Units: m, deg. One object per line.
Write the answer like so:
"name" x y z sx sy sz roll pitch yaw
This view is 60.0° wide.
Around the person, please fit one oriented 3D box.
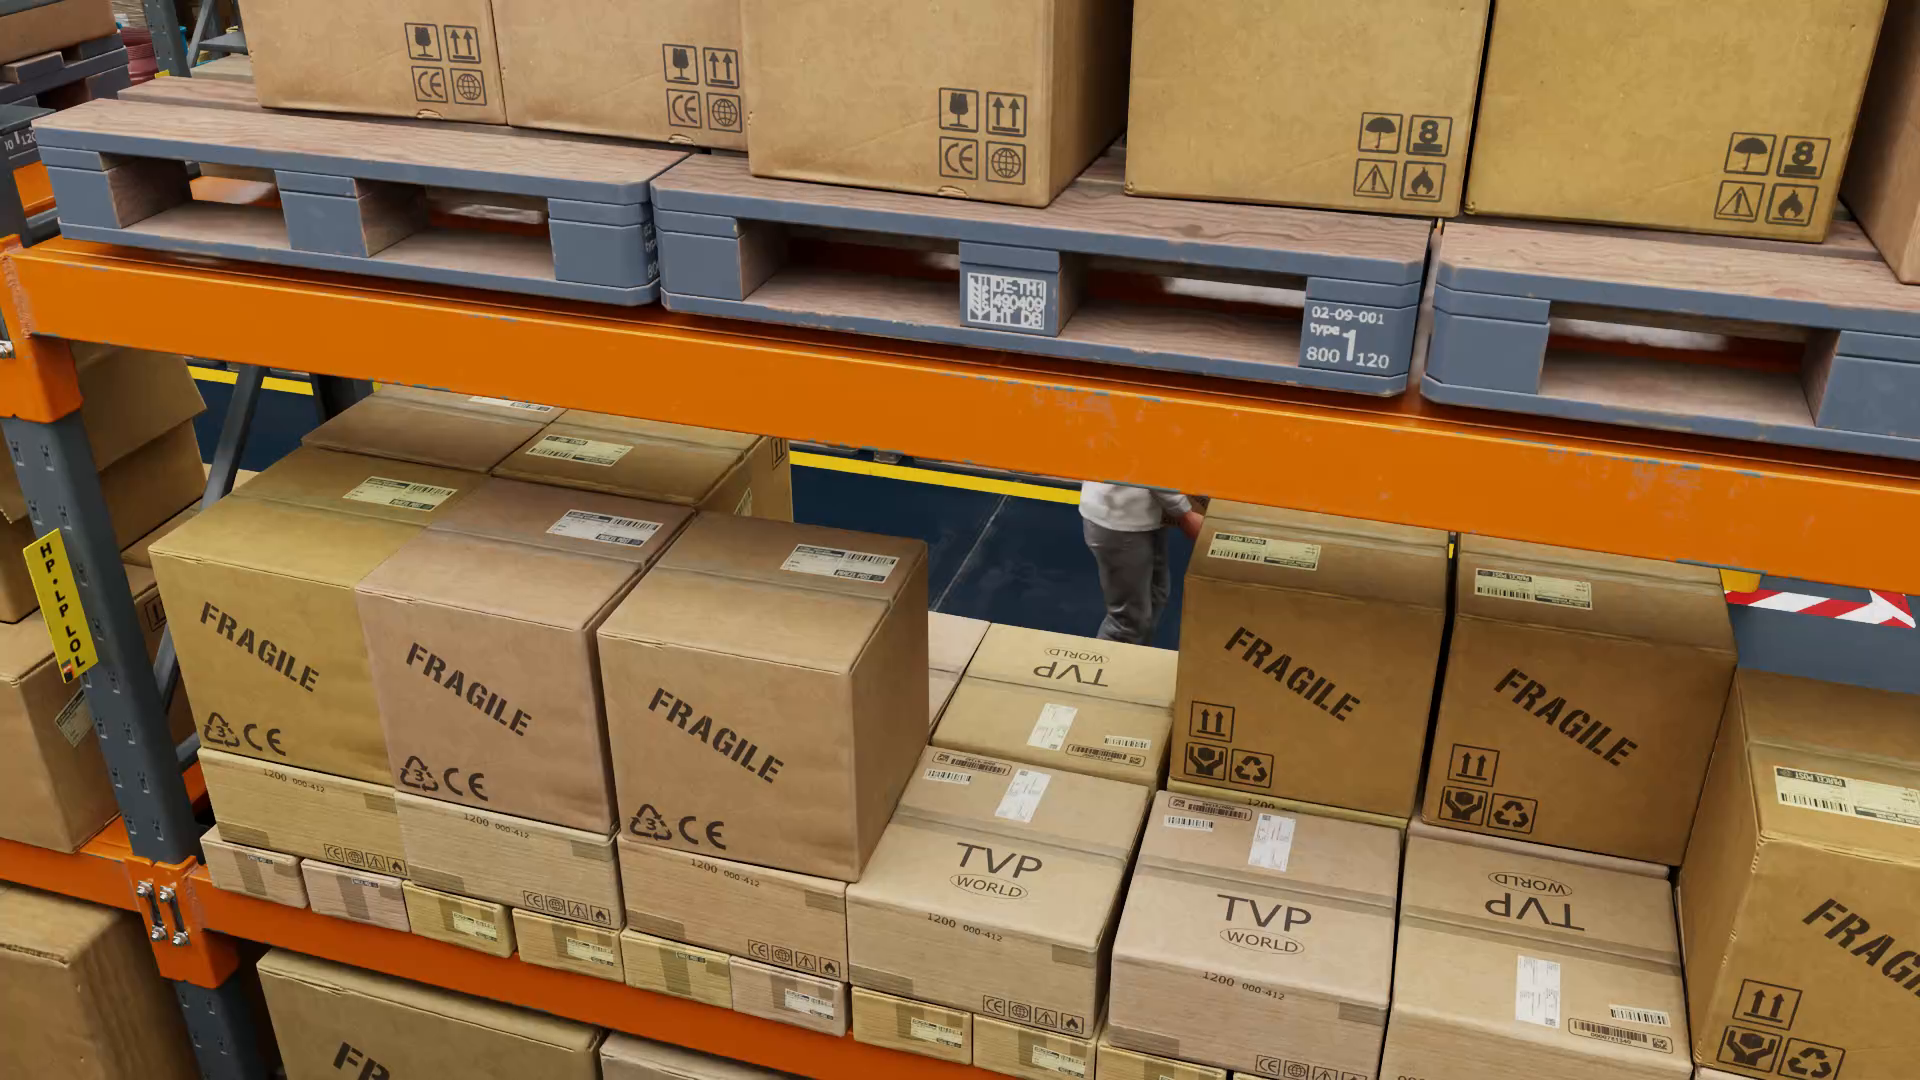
"person" 0.729 -0.107 6.302 0.556 1.762 0.494 9 30 15
